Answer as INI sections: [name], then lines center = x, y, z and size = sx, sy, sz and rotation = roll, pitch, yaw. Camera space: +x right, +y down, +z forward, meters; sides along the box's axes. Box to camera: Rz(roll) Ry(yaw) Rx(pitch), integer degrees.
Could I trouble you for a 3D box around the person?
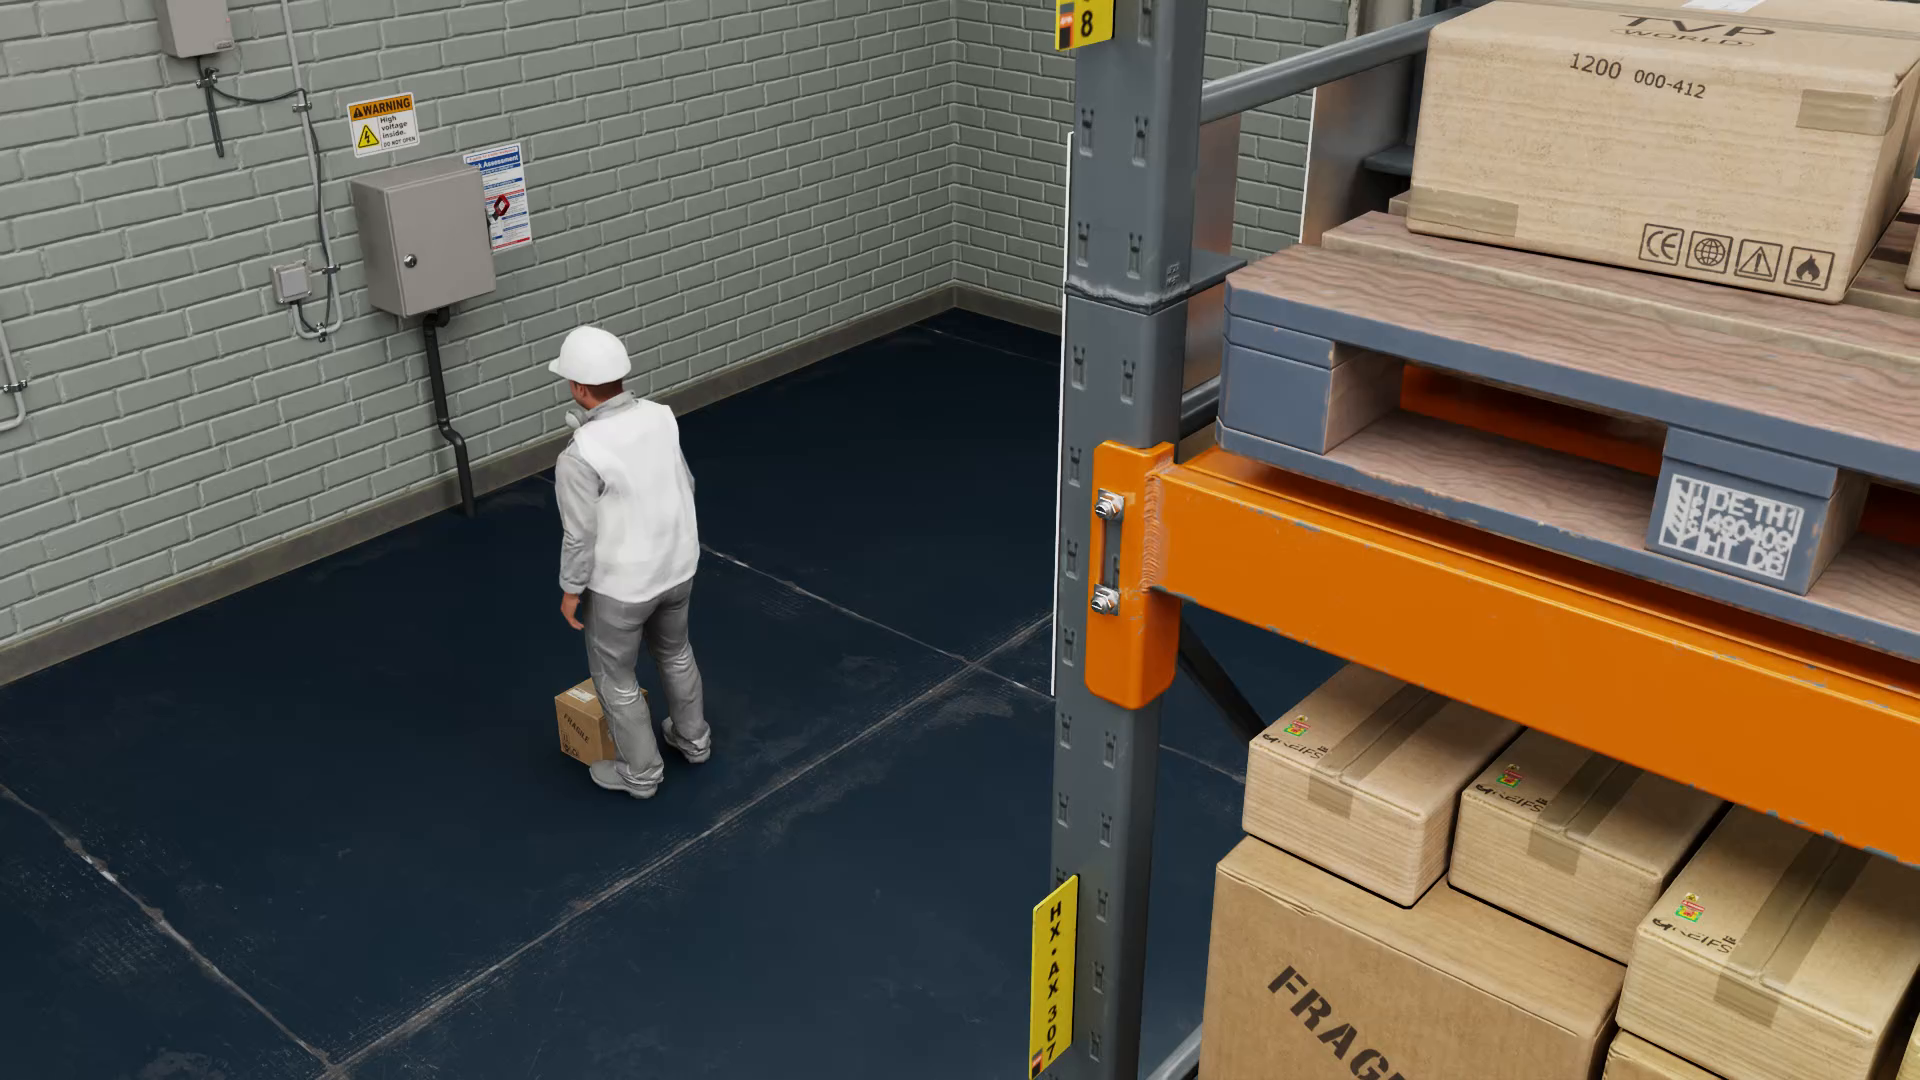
[person]
center = -1.170, 0.096, 5.904
size = 0.461, 1.769, 0.589
rotation = 19, 33, 33
